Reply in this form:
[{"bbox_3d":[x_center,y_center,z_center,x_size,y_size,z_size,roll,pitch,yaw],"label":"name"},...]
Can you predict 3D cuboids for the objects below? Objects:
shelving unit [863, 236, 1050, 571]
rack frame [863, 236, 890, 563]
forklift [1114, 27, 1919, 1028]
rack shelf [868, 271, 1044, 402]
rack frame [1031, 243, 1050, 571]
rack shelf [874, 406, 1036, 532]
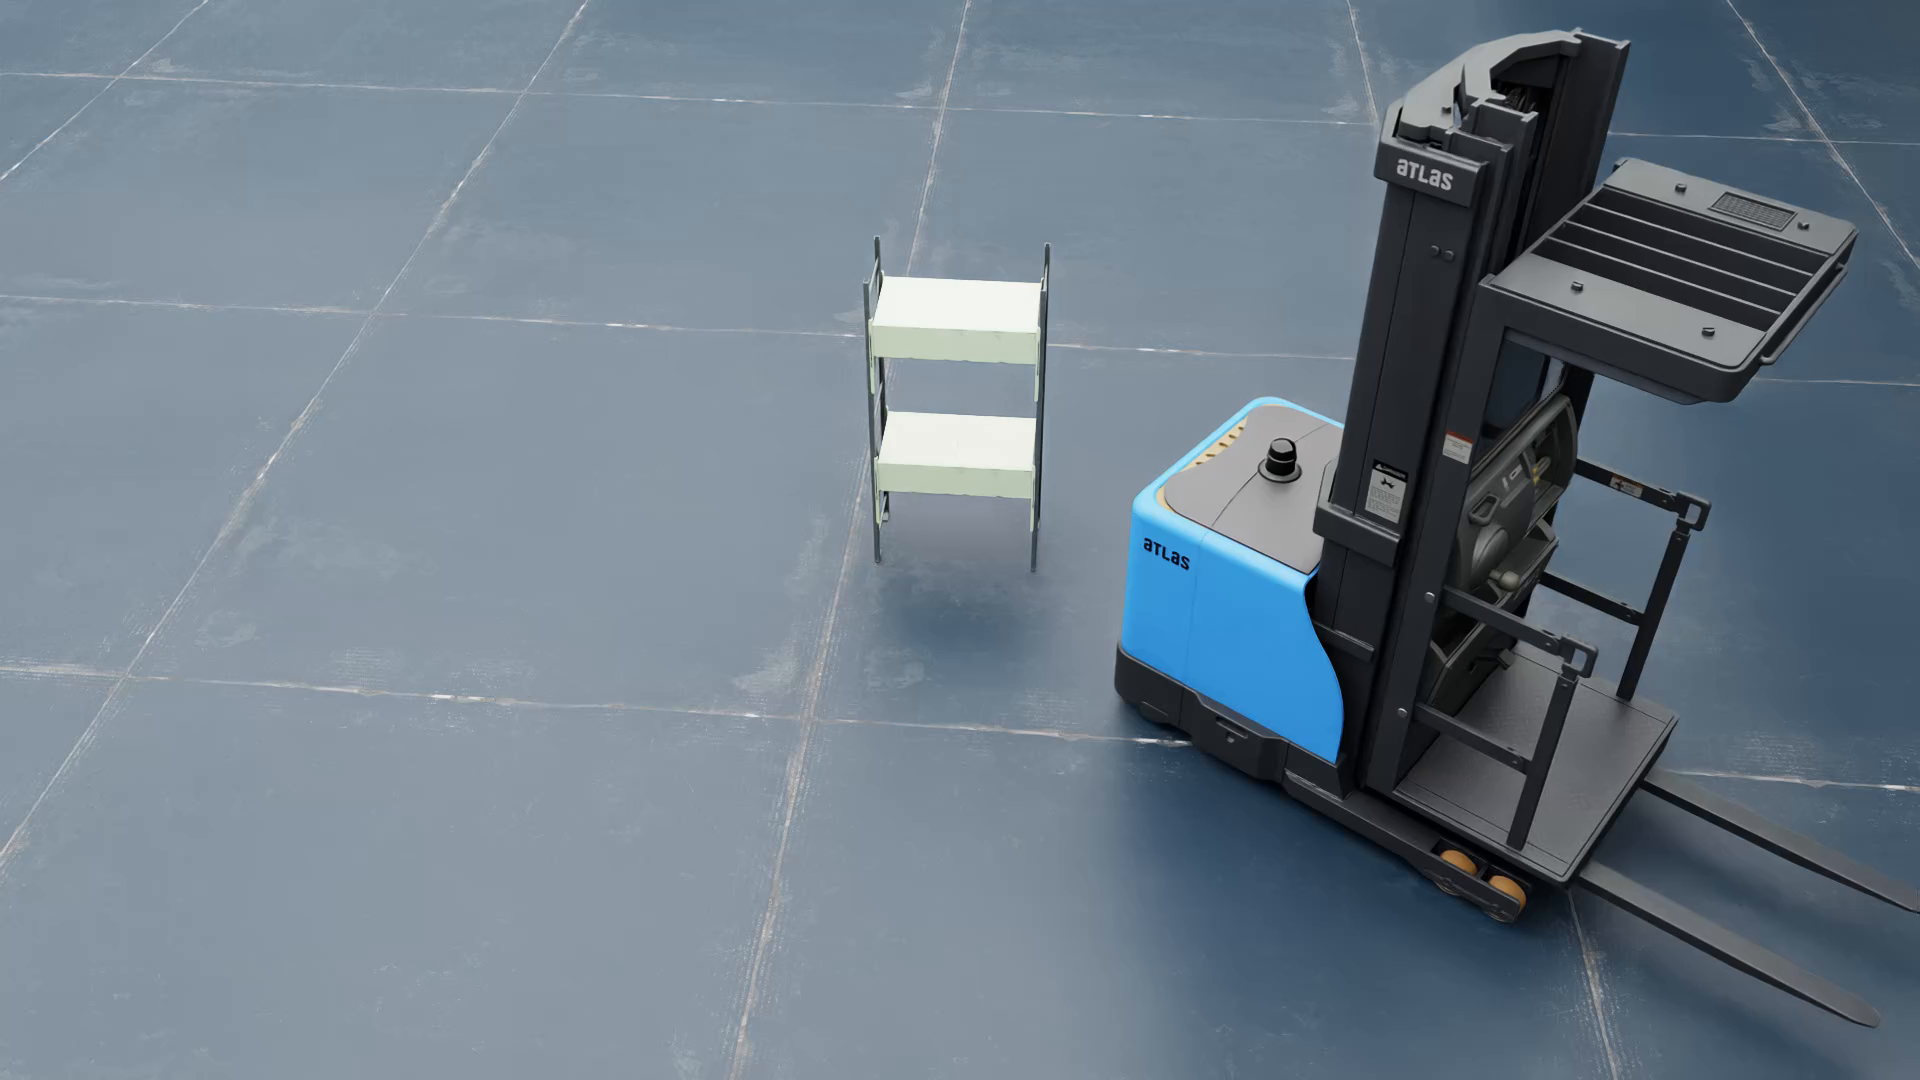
[{"bbox_3d":[-0.007,-0.582,7.447,0.755,1.500,0.431,3,39,4],"label":"shelving unit"},{"bbox_3d":[-0.371,-0.602,7.472,0.023,1.500,0.400,3,39,4],"label":"rack frame"},{"bbox_3d":[2.111,-0.103,5.725,3.031,2.935,1.130,28,47,30],"label":"forklift"},{"bbox_3d":[-0.007,-0.885,7.201,0.720,0.370,0.431,3,39,4],"label":"rack shelf"},{"bbox_3d":[0.358,-0.562,7.423,0.023,1.500,0.400,3,39,4],"label":"rack frame"},{"bbox_3d":[-0.007,-0.329,7.653,0.720,0.370,0.431,3,39,4],"label":"rack shelf"}]
